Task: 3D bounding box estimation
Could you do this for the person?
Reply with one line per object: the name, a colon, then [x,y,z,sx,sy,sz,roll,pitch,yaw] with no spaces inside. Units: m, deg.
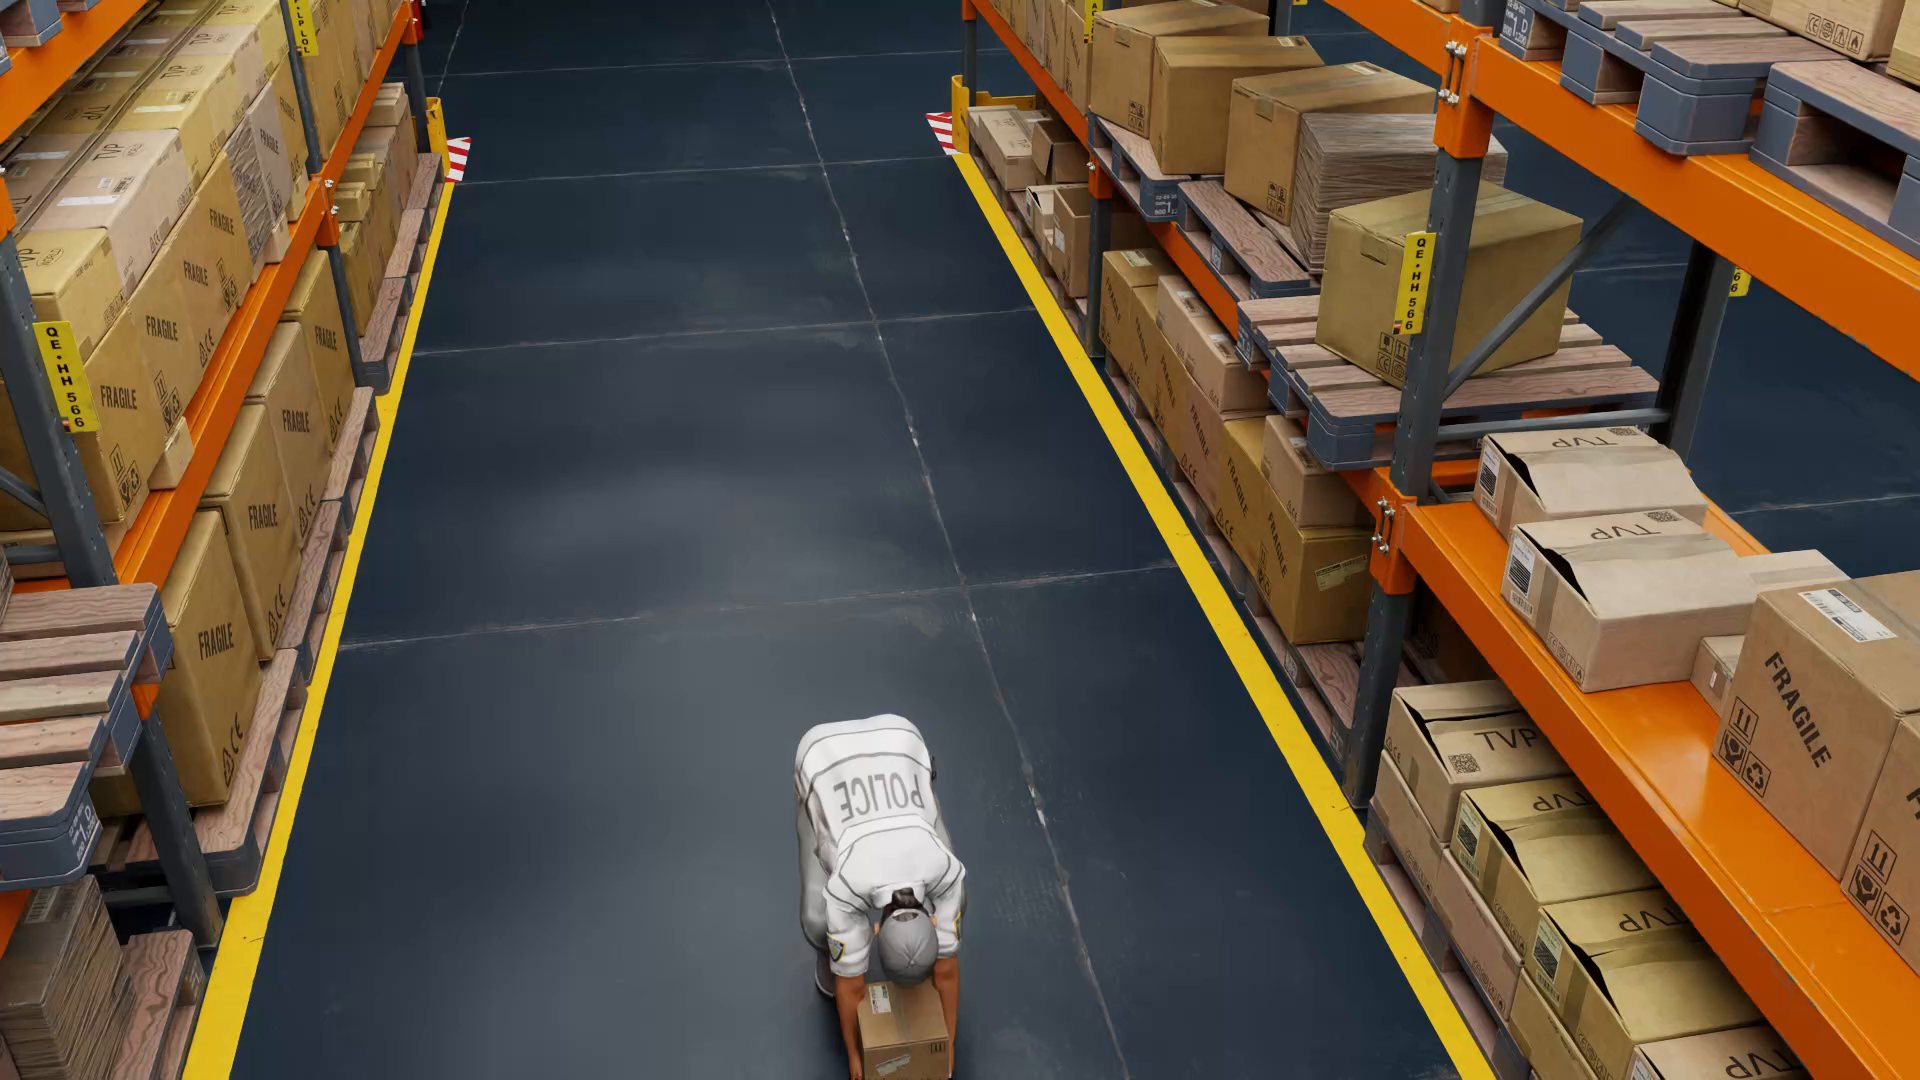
person: [-0.234,1.082,5.081,0.520,0.886,0.936,-7,32,-11]
